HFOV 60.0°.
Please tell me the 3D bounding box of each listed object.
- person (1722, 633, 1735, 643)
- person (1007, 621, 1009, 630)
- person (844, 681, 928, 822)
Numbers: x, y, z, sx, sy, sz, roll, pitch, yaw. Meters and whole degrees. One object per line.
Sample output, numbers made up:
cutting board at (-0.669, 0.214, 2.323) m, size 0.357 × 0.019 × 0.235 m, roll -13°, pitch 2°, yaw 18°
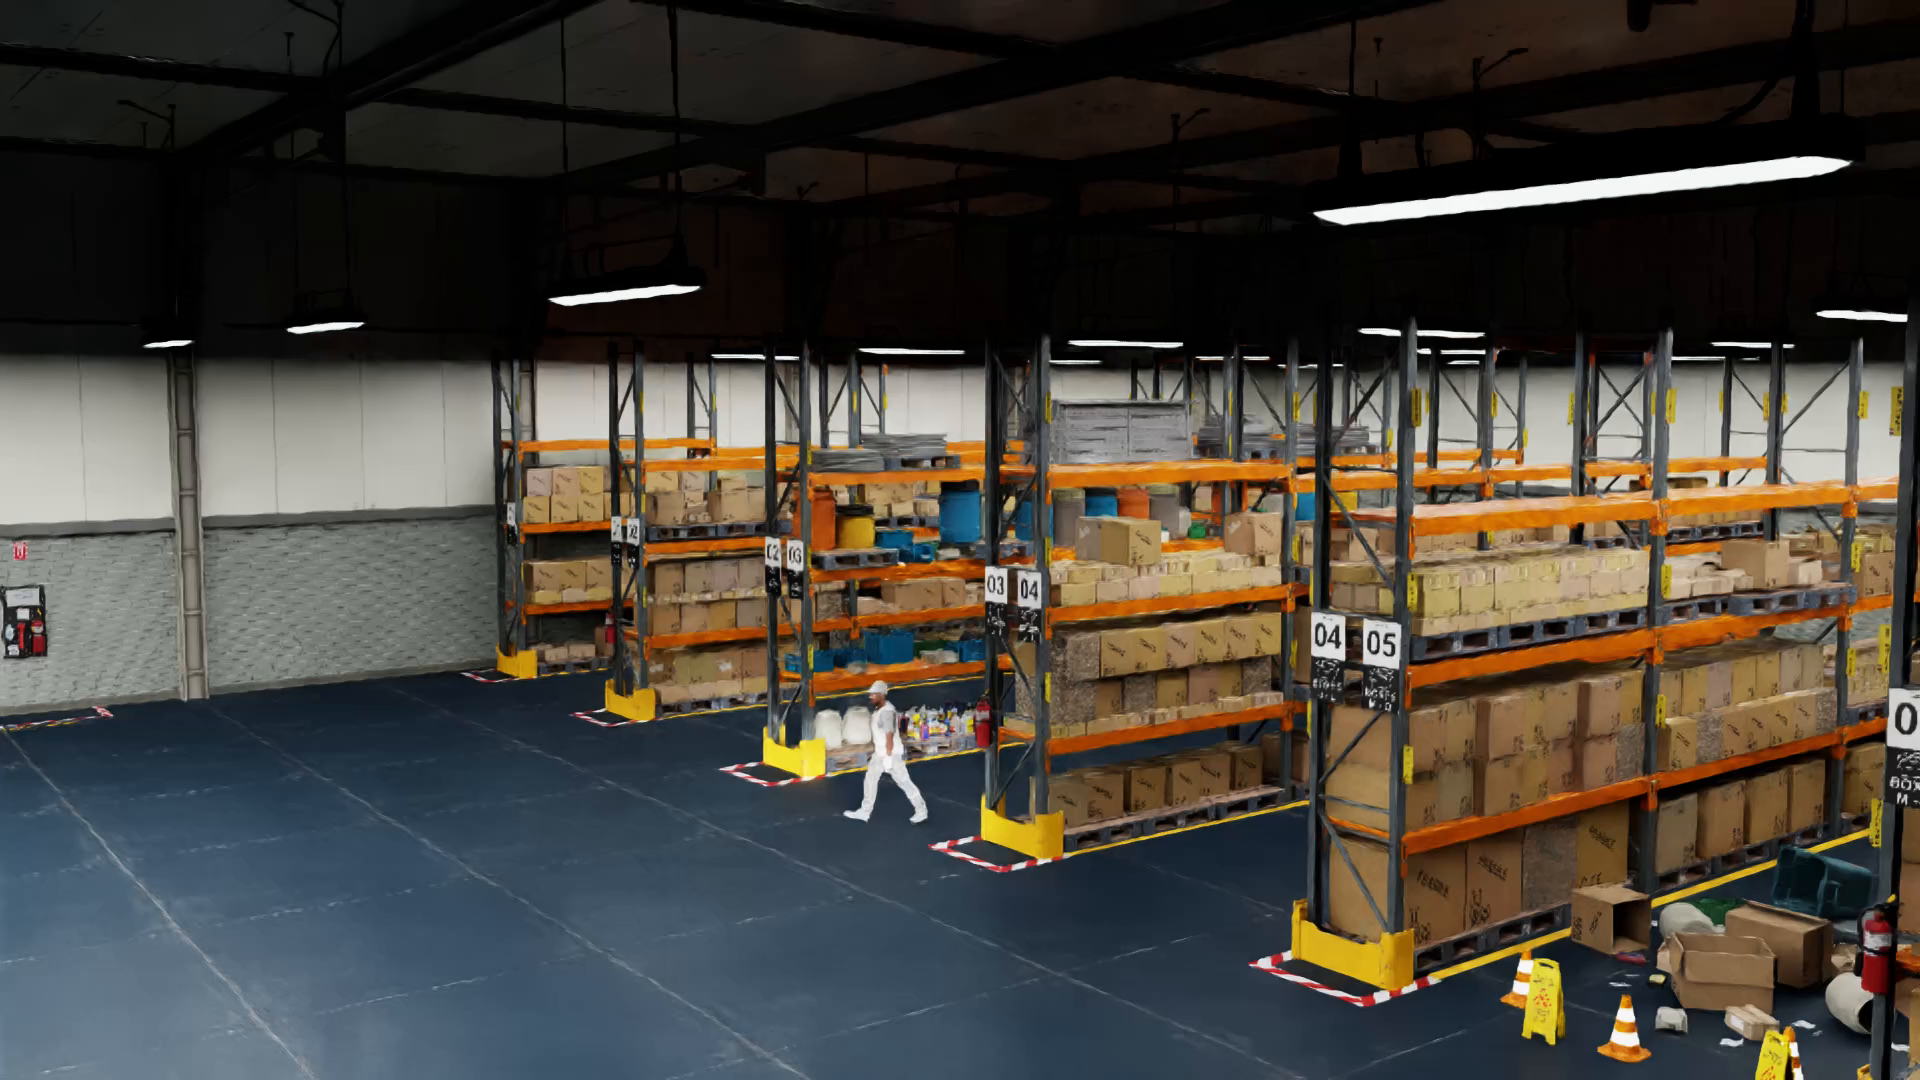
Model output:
person at (11.693, 2.152, 25.229) m, size 0.991 × 1.590 × 0.491 m, roll -4°, pitch 6°, yaw -38°
person at (0.726, 1.354, 34.617) m, size 1.036 × 1.517 × 0.417 m, roll -3°, pitch 6°, yaw -34°
person at (-0.885, 2.554, 20.015) m, size 0.981 × 1.741 × 0.606 m, roll -1°, pitch 5°, yaw -15°
